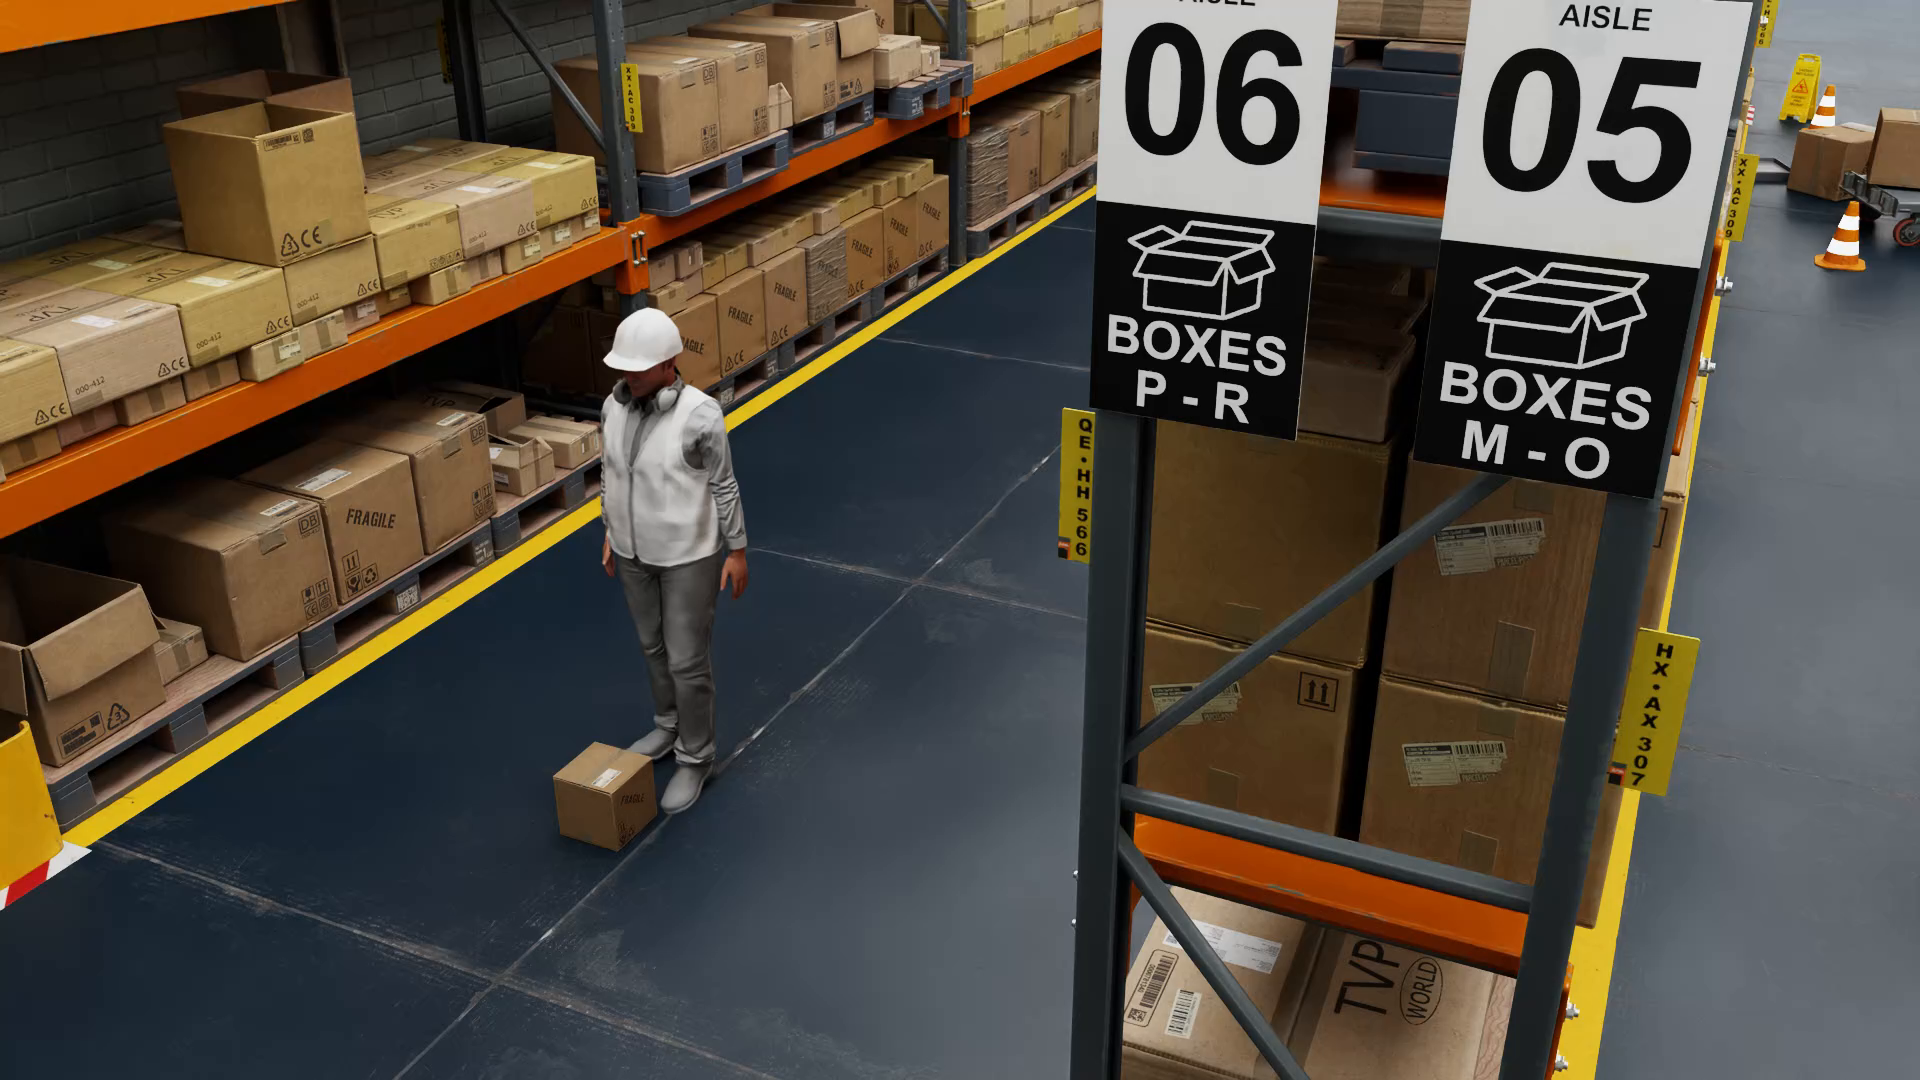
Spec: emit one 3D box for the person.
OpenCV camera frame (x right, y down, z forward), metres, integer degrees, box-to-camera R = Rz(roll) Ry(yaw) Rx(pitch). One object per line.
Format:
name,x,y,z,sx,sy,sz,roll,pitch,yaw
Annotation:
person,-1.097,0.064,5.942,0.600,1.794,0.516,14,29,27
